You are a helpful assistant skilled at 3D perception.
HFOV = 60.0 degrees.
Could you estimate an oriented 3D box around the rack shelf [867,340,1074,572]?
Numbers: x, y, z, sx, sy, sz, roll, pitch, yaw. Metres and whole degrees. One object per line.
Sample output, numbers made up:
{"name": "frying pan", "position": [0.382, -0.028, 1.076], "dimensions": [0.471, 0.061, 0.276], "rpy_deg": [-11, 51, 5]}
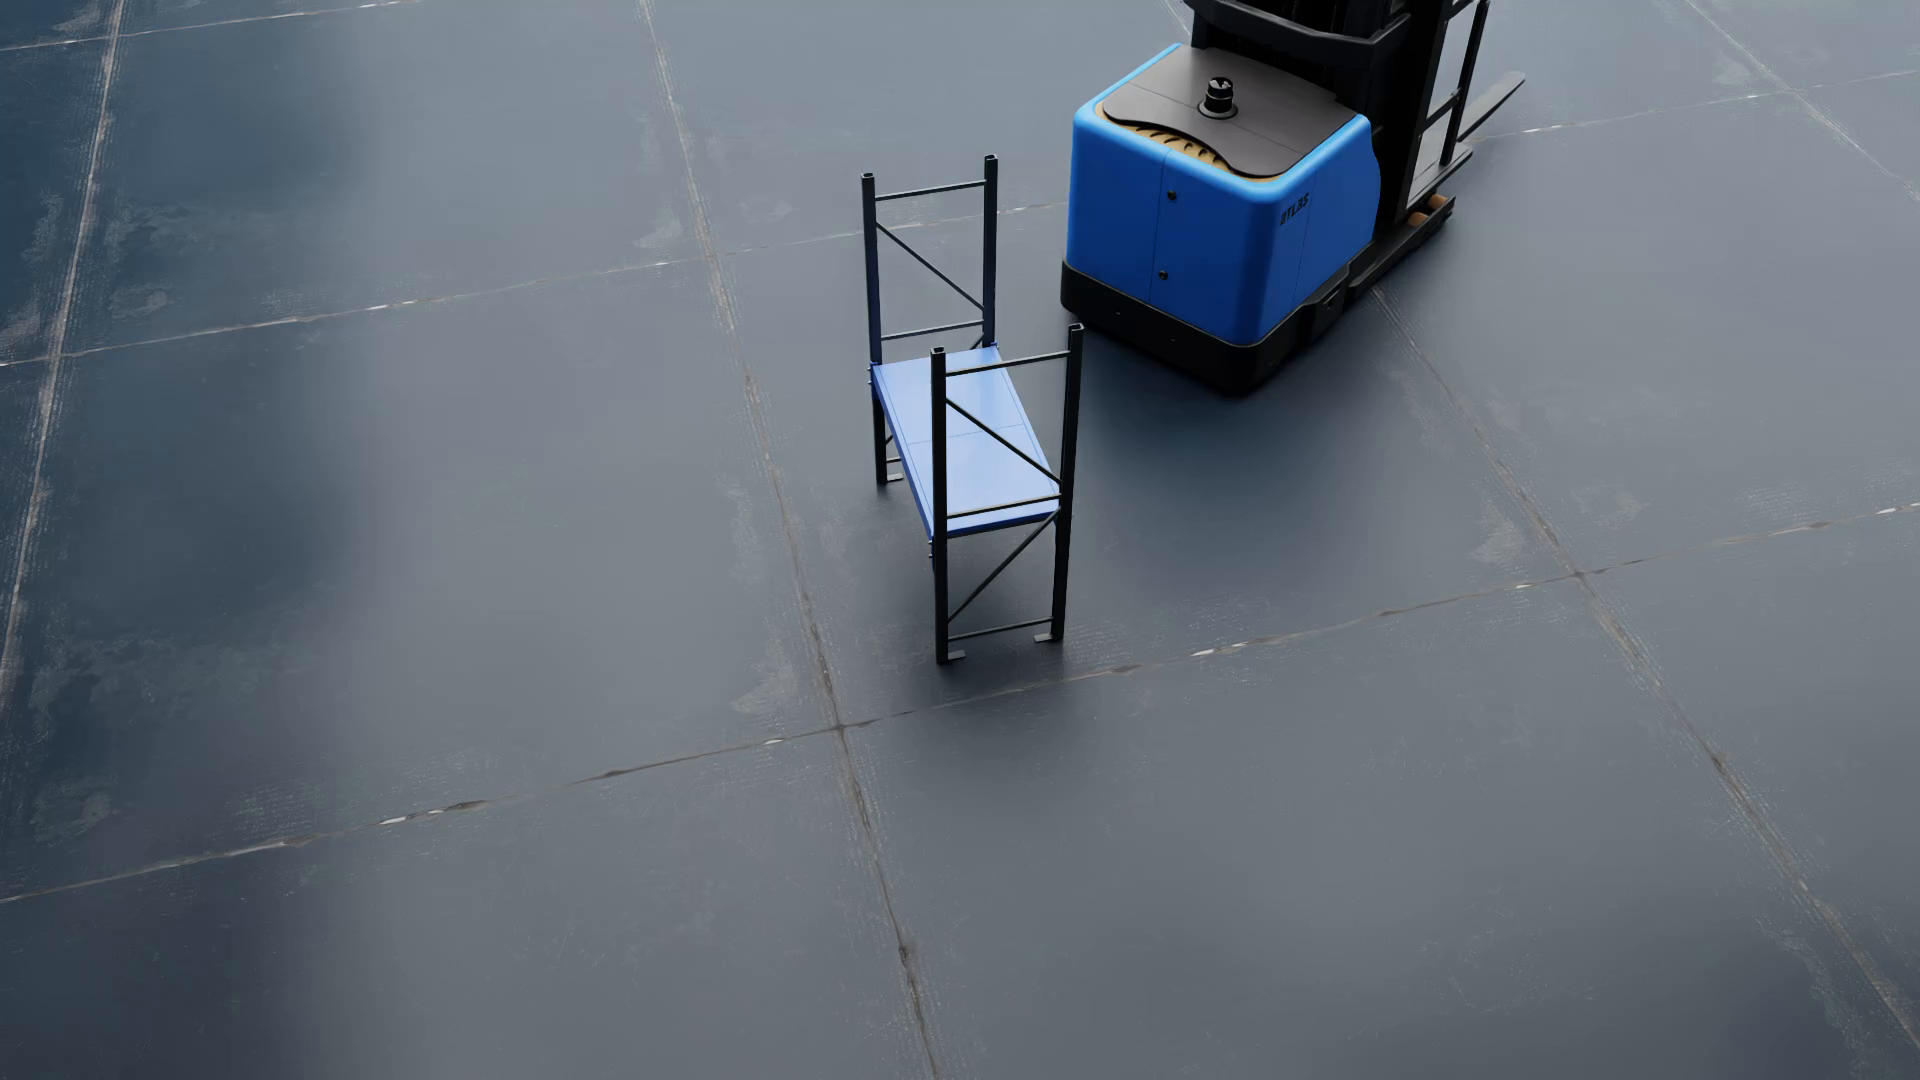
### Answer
{"name": "rack shelf", "position": [0.022, -0.340, 6.285], "dimensions": [0.538, 0.185, 1.000], "rpy_deg": [-11, 47, -10]}

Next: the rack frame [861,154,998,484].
{"name": "rack frame", "position": [-0.108, -0.817, 6.501], "dimensions": [0.500, 1.500, 0.032], "rpy_deg": [-11, 47, -10]}

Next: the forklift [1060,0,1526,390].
{"name": "forklift", "position": [1.794, -2.673, 7.318], "dimensions": [1.130, 2.935, 3.031], "rpy_deg": [31, 53, 27]}

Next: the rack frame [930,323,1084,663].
{"name": "rack frame", "position": [0.152, -0.115, 5.813], "dimensions": [0.500, 1.500, 0.032], "rpy_deg": [-11, 47, -10]}

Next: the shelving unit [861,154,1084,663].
{"name": "shelving unit", "position": [0.022, -0.466, 6.157], "dimensions": [0.538, 1.500, 1.048], "rpy_deg": [-11, 47, -10]}
